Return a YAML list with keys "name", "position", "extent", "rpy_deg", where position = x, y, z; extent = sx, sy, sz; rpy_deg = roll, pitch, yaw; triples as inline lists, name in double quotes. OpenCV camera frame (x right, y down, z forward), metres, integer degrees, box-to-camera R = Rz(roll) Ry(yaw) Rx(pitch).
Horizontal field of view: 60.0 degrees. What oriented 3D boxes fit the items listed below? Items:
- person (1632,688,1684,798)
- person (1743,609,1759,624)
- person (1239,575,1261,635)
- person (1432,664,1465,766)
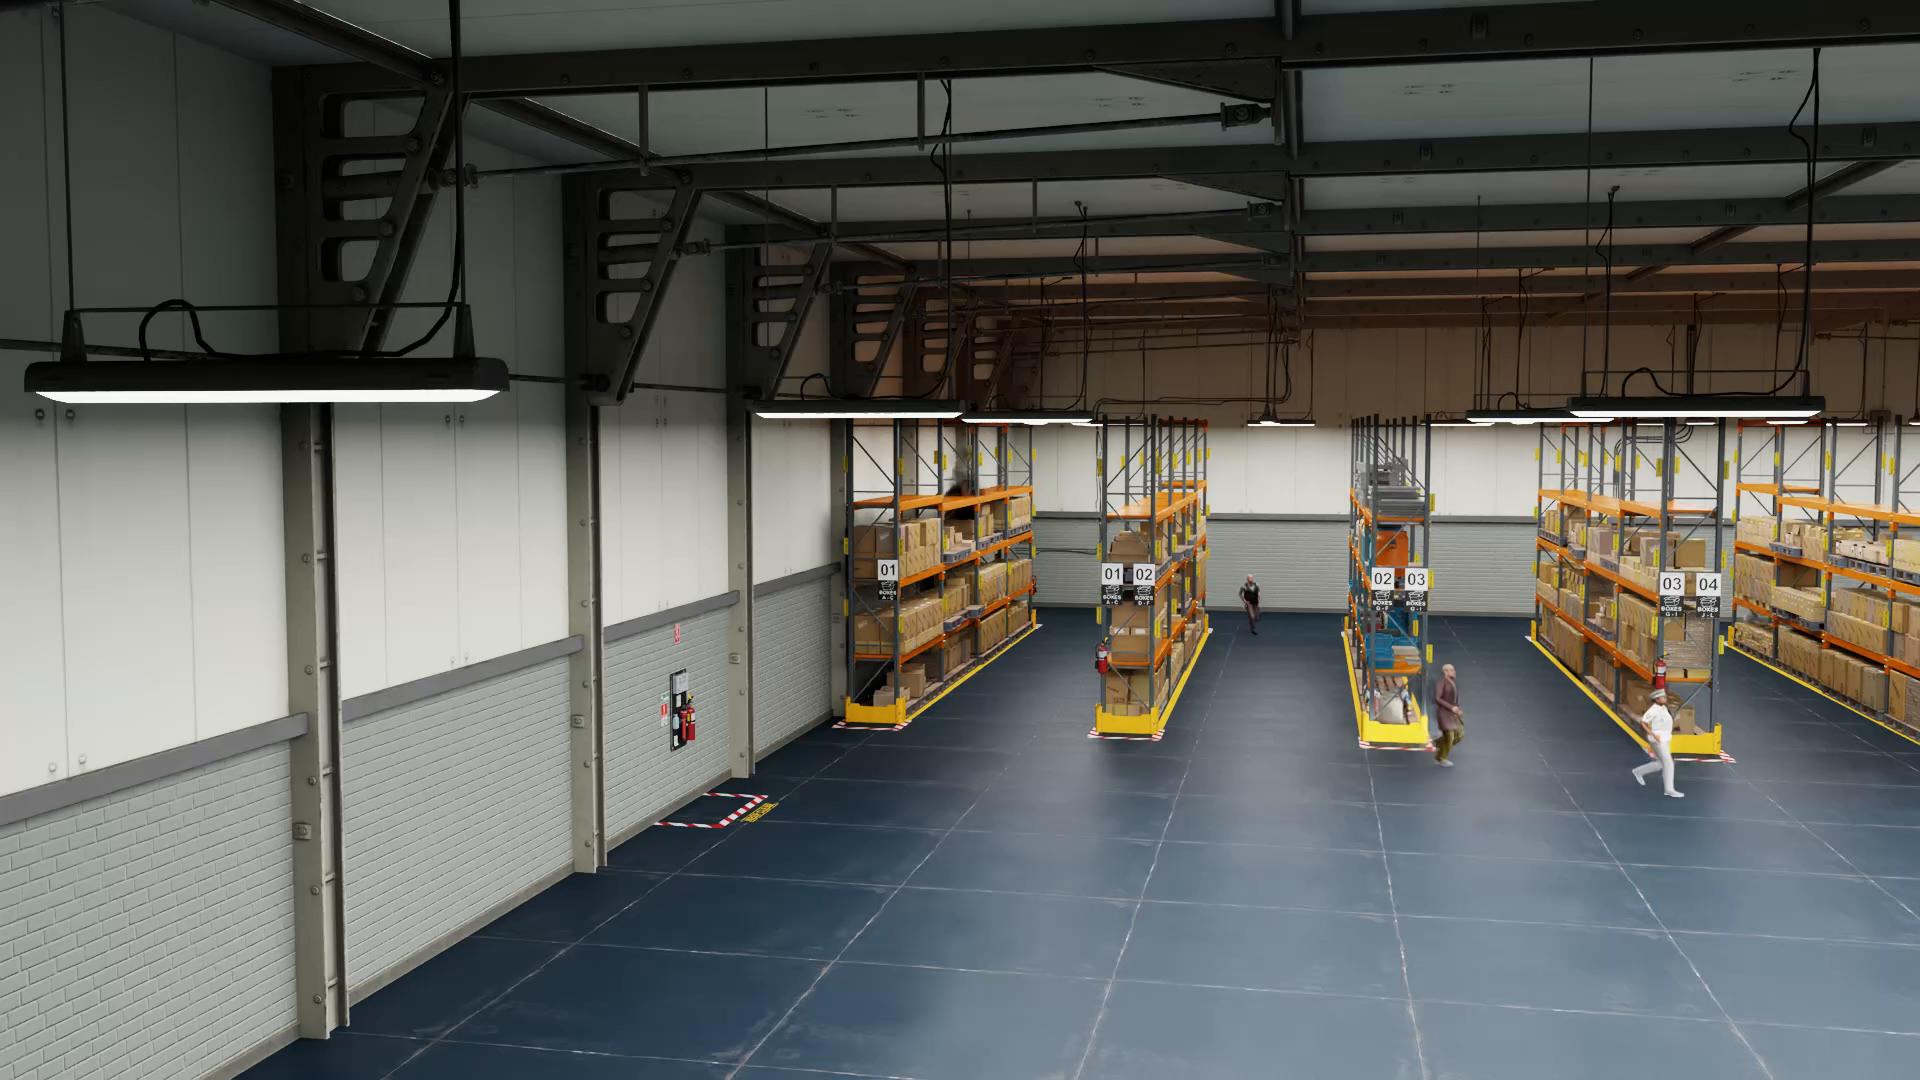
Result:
- name: "person"
  position: [10.937, 3.146, 26.040]
  extent: [0.831, 1.669, 0.589]
  rpy_deg: [4, 5, 45]
- name: "person"
  position: [21.493, 1.852, 45.212]
  extent: [0.756, 1.719, 0.956]
  rpy_deg: [2, 4, 26]
- name: "person"
  position: [8.112, 1.795, 46.556]
  extent: [0.650, 1.668, 0.695]
  rpy_deg: [0, 4, 1]
- name: "person"
  position: [8.306, 2.971, 28.286]
  extent: [0.659, 1.735, 0.749]
  rpy_deg: [4, 5, 43]
